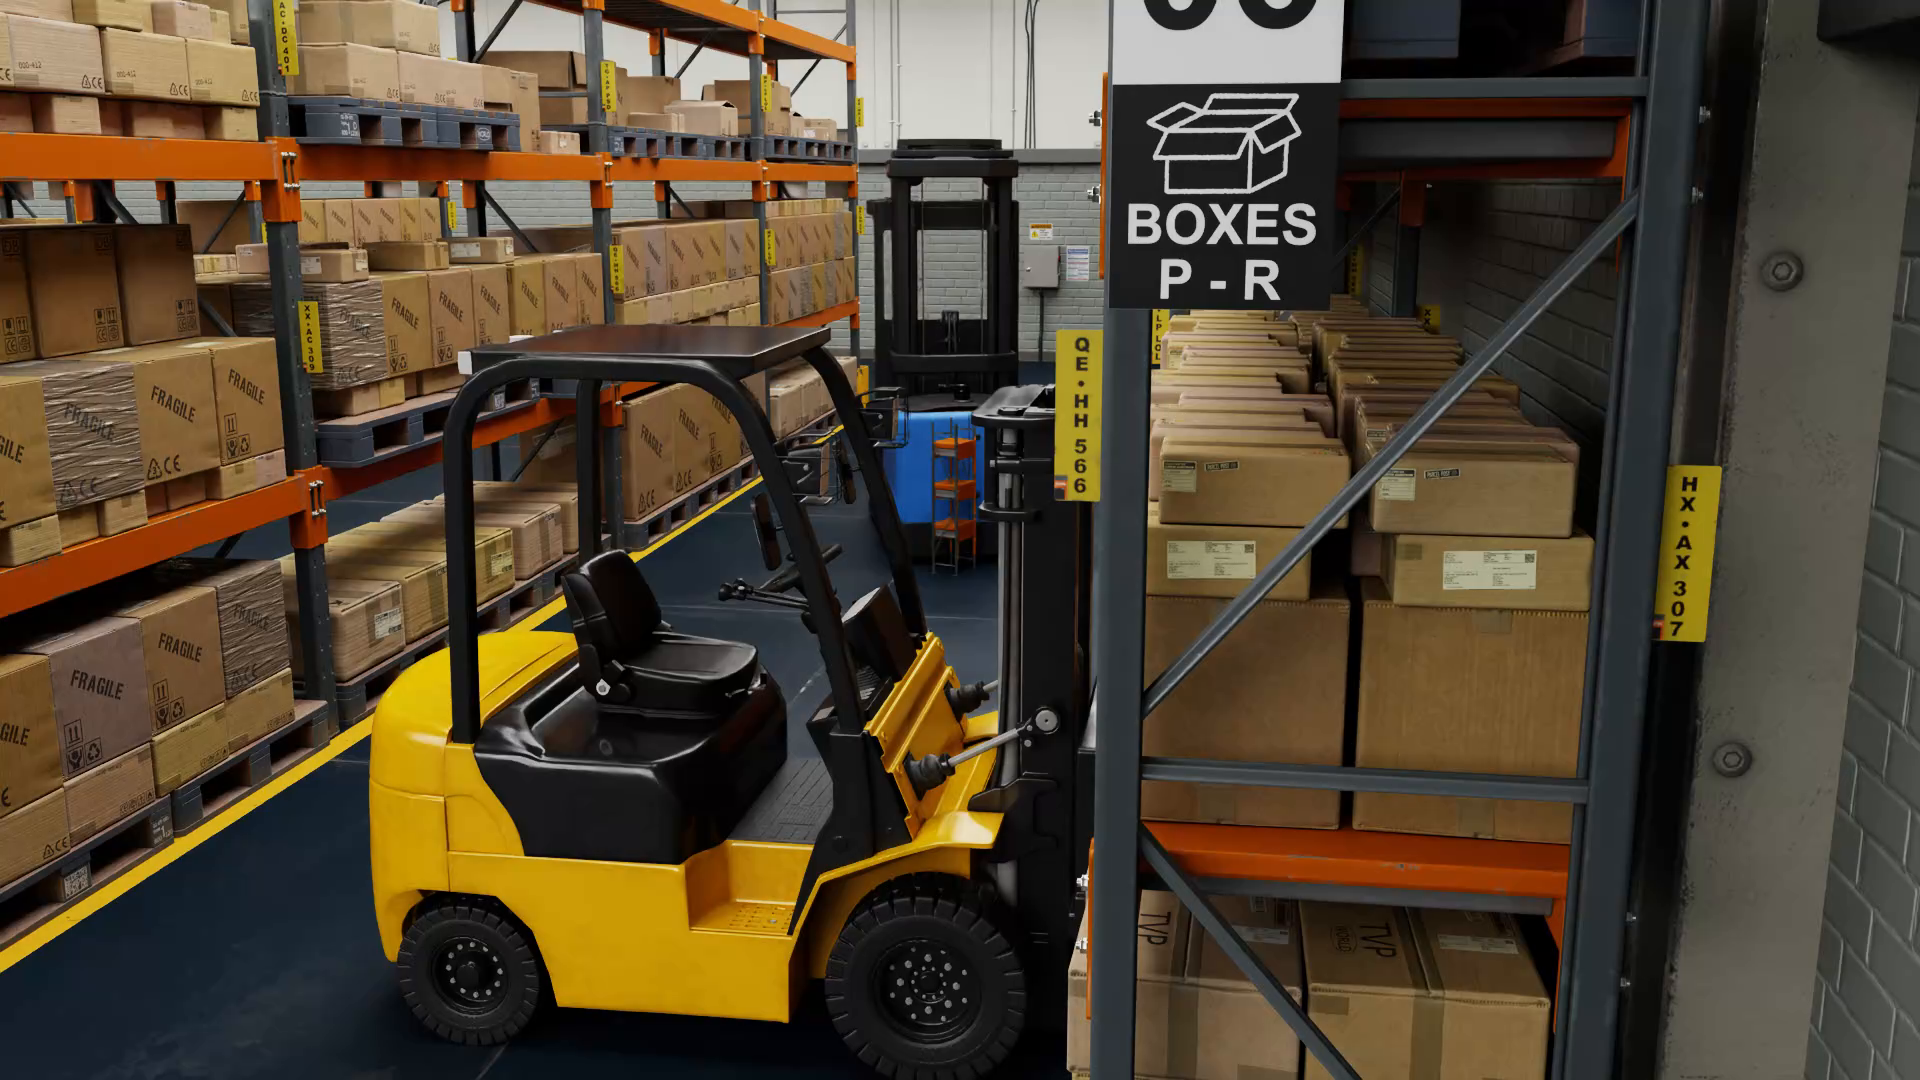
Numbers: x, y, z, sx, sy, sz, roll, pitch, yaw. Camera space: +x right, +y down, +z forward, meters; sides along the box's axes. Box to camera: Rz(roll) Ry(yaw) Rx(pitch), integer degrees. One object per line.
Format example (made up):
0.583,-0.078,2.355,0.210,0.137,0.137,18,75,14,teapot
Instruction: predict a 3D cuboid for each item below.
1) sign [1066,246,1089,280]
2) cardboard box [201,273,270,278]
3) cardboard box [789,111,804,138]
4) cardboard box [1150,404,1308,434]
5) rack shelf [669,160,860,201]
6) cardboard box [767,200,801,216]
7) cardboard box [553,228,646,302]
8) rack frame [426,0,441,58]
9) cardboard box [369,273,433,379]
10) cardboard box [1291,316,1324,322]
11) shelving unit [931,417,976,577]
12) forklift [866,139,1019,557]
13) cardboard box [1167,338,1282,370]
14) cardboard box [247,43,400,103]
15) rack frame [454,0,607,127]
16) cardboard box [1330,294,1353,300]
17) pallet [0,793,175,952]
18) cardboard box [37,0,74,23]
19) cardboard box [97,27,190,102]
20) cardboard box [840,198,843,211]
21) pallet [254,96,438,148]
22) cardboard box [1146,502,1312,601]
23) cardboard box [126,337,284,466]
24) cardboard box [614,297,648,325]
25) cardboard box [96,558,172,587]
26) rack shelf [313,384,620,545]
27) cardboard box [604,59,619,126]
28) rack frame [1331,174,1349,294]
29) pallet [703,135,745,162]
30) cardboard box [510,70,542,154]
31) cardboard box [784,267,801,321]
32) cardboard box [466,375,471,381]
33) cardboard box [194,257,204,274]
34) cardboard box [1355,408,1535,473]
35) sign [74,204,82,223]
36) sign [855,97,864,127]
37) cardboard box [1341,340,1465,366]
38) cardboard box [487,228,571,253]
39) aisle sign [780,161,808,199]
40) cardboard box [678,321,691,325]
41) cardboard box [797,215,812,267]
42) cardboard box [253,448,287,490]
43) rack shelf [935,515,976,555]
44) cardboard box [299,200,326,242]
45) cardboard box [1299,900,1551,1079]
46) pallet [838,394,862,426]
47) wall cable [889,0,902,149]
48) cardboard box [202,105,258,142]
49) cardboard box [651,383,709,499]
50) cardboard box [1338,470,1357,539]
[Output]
1.737,-4.079,24.528,0.329,0.494,0.001,2,12,9,sign
-3.606,-1.131,8.682,0.500,0.500,0.500,2,12,9,cardboard box
-1.960,-4.390,17.599,0.500,0.311,0.500,2,12,10,cardboard box
0.632,-0.232,3.969,0.380,0.149,0.250,2,12,10,cardboard box
-1.988,-3.721,17.227,1.077,0.370,4.000,2,12,9,rack shelf
-1.801,-3.315,16.603,0.380,0.149,0.250,2,12,7,cardboard box
-2.593,-1.990,11.995,0.500,0.500,0.500,1,12,7,cardboard box
-6.587,-6.095,19.414,1.000,3.000,0.127,2,12,9,rack frame
-3.094,-1.117,8.616,0.500,0.500,0.500,2,12,9,cardboard box
1.894,-1.061,8.517,0.380,0.149,0.250,2,12,8,cardboard box
-0.042,-0.296,11.374,0.215,1.050,0.252,7,14,30,shelving unit
-0.136,-1.572,12.832,1.130,2.935,3.031,-2,12,-8,forklift
0.902,-0.603,5.690,0.380,0.149,0.250,2,12,8,cardboard box
-3.040,-2.232,7.968,0.500,0.250,0.500,2,12,7,cardboard box
-2.911,-4.290,11.040,1.000,3.000,0.127,2,12,9,rack frame
2.215,-1.431,10.236,0.380,0.149,0.250,2,12,10,cardboard box
-3.779,1.234,6.266,1.003,0.211,1.213,2,12,9,pallet
-3.504,-1.968,6.087,0.380,0.149,0.250,2,12,8,cardboard box
-3.404,-1.857,6.521,0.500,0.250,0.500,2,12,8,cardboard box
-1.537,-3.796,18.838,0.380,0.149,0.250,2,12,9,cardboard box
-3.326,-2.024,8.092,1.213,0.211,1.003,2,12,9,pallet
0.541,0.021,3.500,0.380,0.149,0.250,2,12,9,cardboard box
-3.348,-0.618,7.299,0.500,0.500,0.500,2,12,7,cardboard box
-2.589,-1.626,12.087,0.500,0.250,0.500,2,12,8,cardboard box
-3.883,0.362,7.445,0.500,0.500,0.500,2,12,11,cardboard box
-3.218,-0.589,9.816,1.077,0.370,4.000,2,12,9,rack shelf
-2.946,-3.290,12.286,0.700,0.500,0.500,1,12,6,cardboard box
1.995,-1.197,10.929,1.000,3.000,0.127,2,12,9,rack frame
-2.388,-3.370,14.347,0.805,0.209,1.217,1,12,6,pallet
-3.066,-2.676,10.431,0.700,0.500,0.500,2,12,9,cardboard box
-1.883,-2.433,16.424,0.500,0.500,0.500,2,12,9,cardboard box
-2.901,-0.982,9.531,0.380,0.149,0.250,2,12,11,cardboard box
-7.153,-2.503,15.176,0.380,0.149,0.250,1,12,7,cardboard box
1.127,-0.215,3.889,0.380,0.149,0.250,2,12,10,cardboard box
-10.938,-4.005,20.647,0.100,0.325,0.005,2,12,9,sign
-1.146,-4.863,18.903,0.100,0.325,0.005,2,12,9,sign
1.486,-0.586,5.609,0.380,0.149,0.250,2,12,8,cardboard box
-3.089,-2.011,12.095,0.500,0.500,0.500,2,12,7,cardboard box
-1.956,-4.318,19.238,0.394,0.787,0.004,2,12,9,aisle sign
-2.439,-1.594,13.127,0.500,0.250,0.500,2,12,11,cardboard box
-1.809,-3.030,16.823,0.500,0.500,0.500,2,12,10,cardboard box
-3.274,-0.325,7.478,0.380,0.149,0.250,2,12,8,cardboard box
-0.041,-0.014,11.435,0.215,0.259,0.240,7,14,30,rack shelf
-6.827,-3.207,16.937,0.500,0.500,0.500,2,12,7,cardboard box
1.025,1.024,3.778,0.500,0.250,0.500,2,12,8,cardboard box
-1.726,-1.491,18.909,1.003,0.211,1.213,2,12,9,pallet
-1.084,-7.149,24.304,0.463,3.000,0.029,2,12,9,wall cable
-3.272,-1.793,7.167,0.380,0.149,0.250,2,12,9,cardboard box
-2.581,-0.851,13.367,0.875,0.875,0.875,2,12,9,cardboard box
1.093,-0.066,3.903,0.380,0.149,0.250,2,12,8,cardboard box
